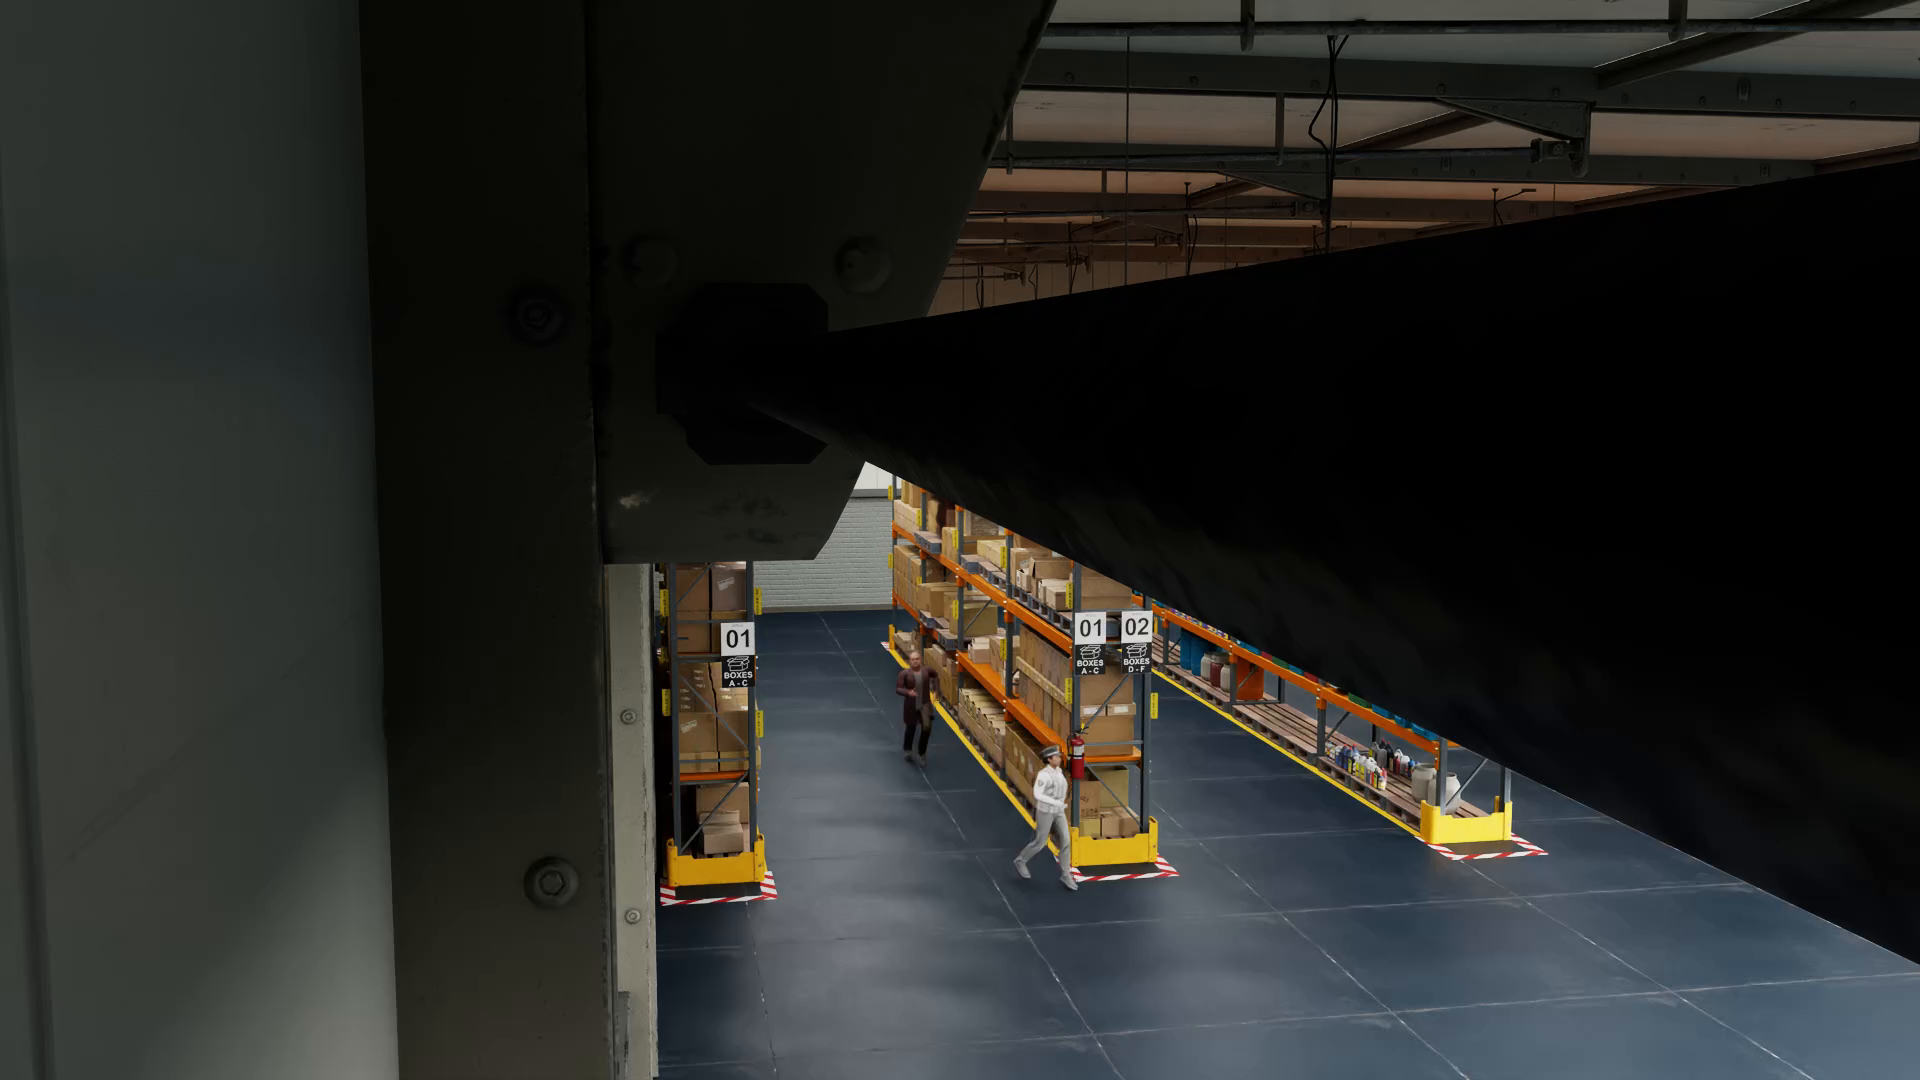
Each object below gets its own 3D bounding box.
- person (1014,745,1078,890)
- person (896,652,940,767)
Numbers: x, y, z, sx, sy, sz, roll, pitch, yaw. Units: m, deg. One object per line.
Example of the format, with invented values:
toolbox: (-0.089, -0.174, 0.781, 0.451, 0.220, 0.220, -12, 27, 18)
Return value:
person: (1.100, 3.314, 20.134, 0.903, 1.709, 0.654, 5, 8, 39)
person: (-0.655, 2.636, 26.060, 0.726, 1.798, 0.948, -1, 6, -8)
